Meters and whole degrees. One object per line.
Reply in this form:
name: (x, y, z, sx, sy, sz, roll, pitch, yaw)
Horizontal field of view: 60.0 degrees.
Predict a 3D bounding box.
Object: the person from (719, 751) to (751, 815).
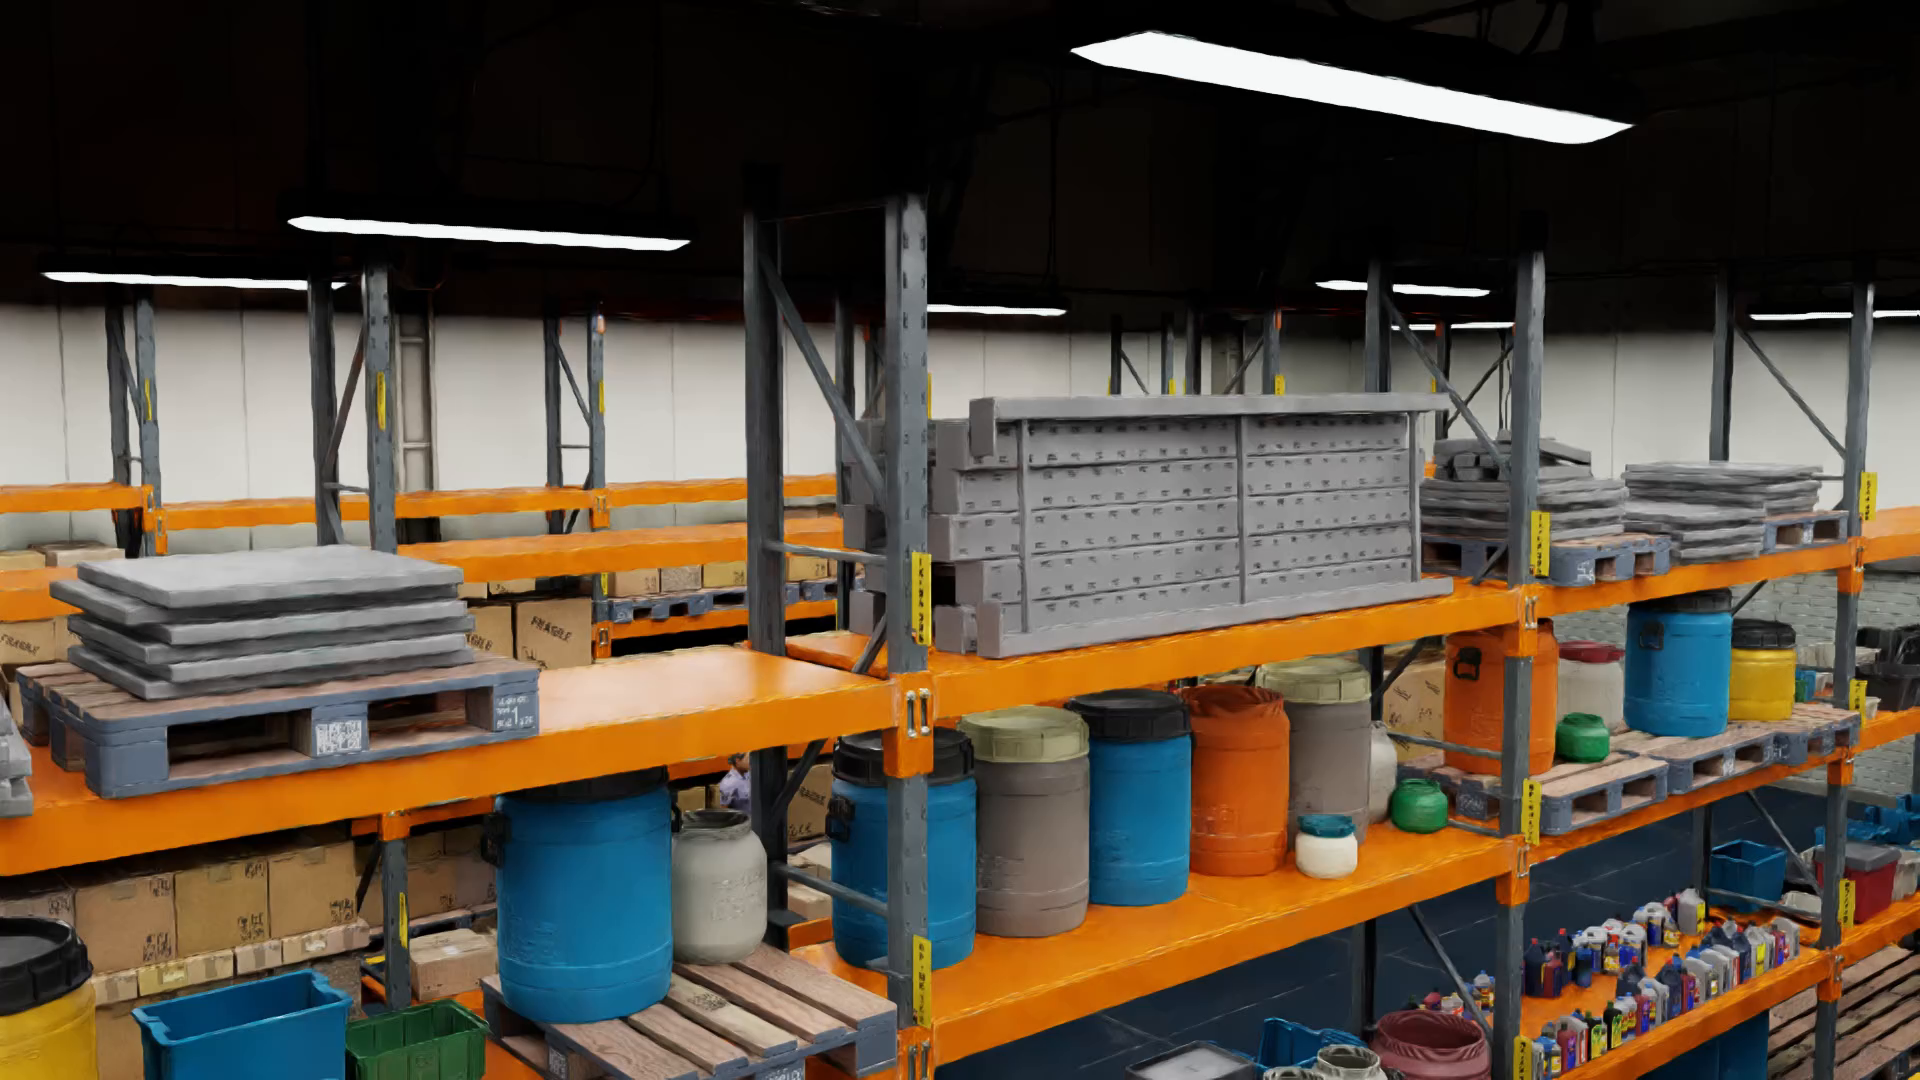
person: (-2.083, 2.799, 15.958, 0.445, 1.657, 0.576, 3, 6, 27)
